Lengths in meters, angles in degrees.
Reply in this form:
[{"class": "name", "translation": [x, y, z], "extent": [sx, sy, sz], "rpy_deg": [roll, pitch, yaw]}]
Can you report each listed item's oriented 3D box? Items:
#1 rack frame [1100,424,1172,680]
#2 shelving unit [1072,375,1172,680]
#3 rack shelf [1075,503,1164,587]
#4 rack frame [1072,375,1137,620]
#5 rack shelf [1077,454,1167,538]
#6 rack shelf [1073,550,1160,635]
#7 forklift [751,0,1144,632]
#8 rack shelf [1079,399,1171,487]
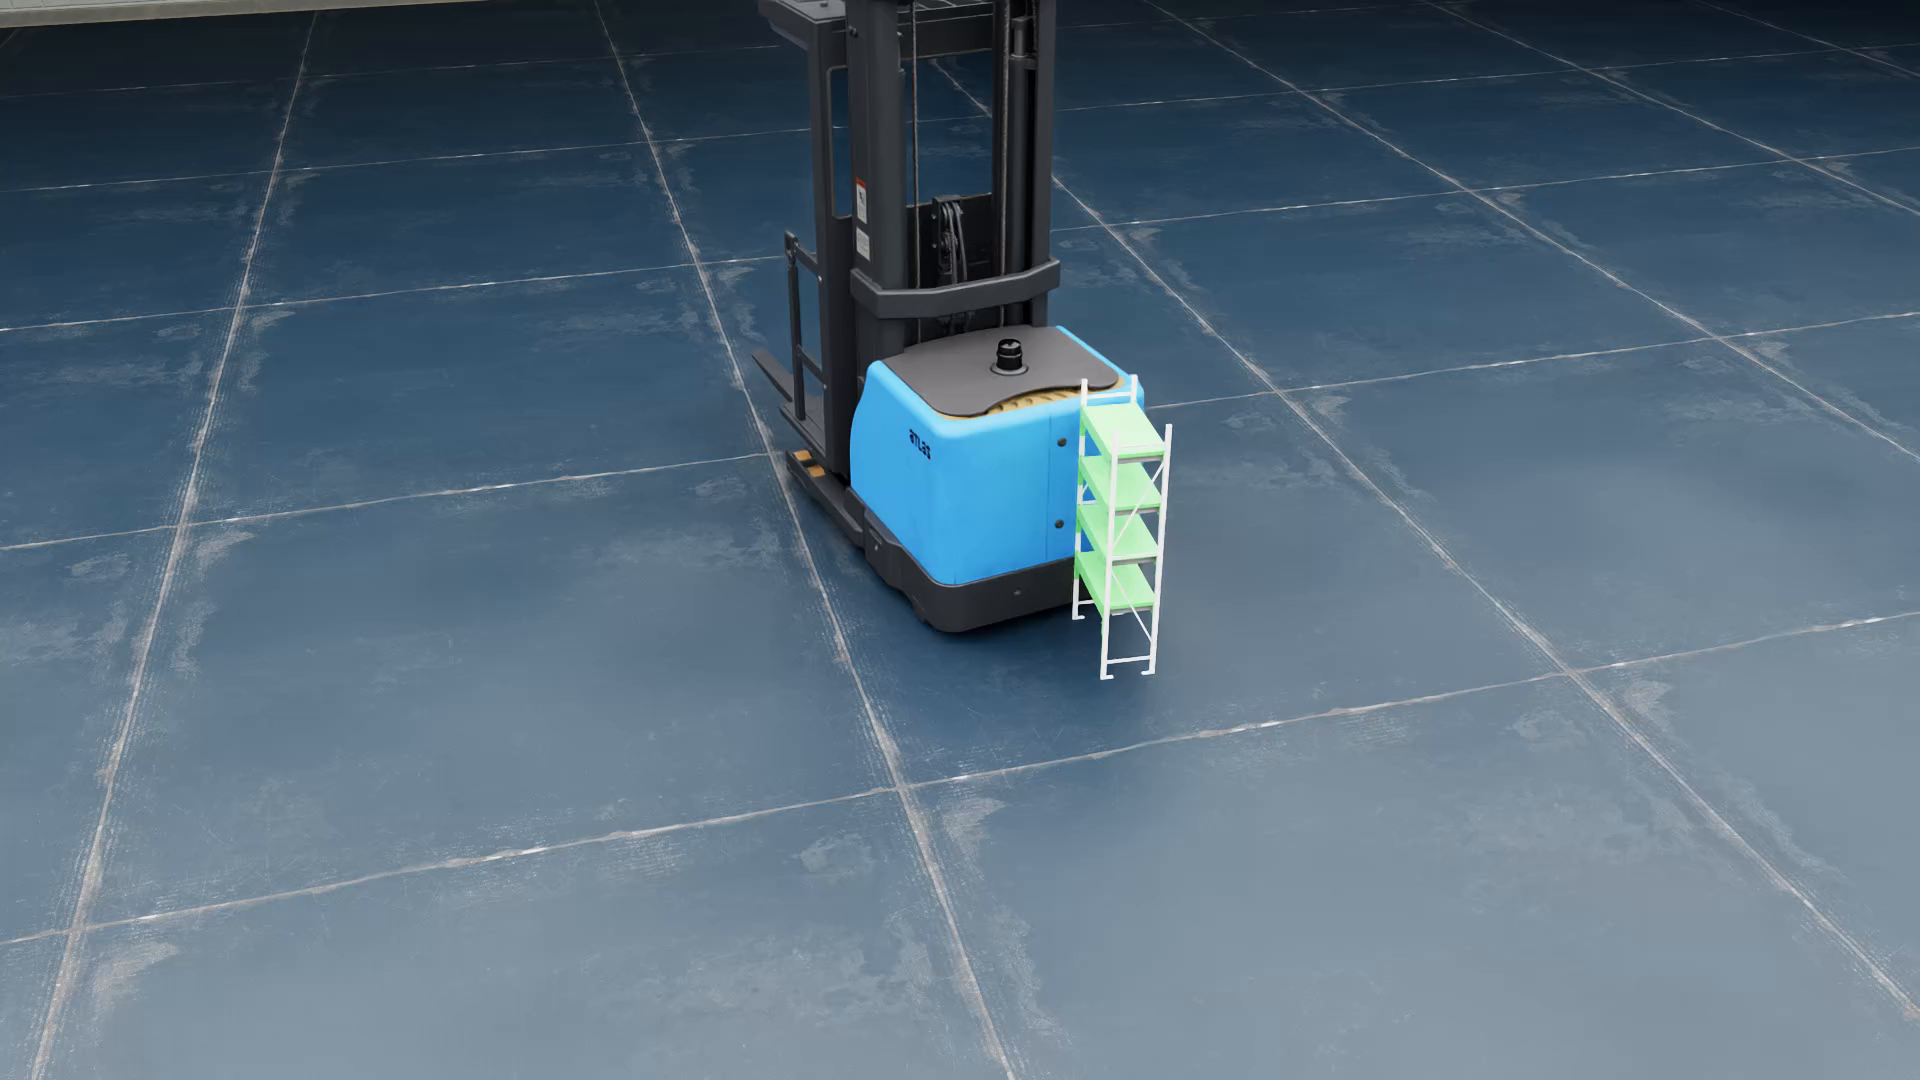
[{"class": "rack frame", "translation": [0.728, 0.071, 6.930], "extent": [0.240, 1.200, 0.015], "rpy_deg": [-6, 31, -10]}, {"class": "shelving unit", "translation": [0.681, -0.049, 7.138], "extent": [0.258, 1.200, 0.503], "rpy_deg": [-6, 31, -10]}, {"class": "rack shelf", "translation": [0.681, 0.006, 7.170], "extent": [0.258, 0.148, 0.480], "rpy_deg": [-6, 31, -10]}, {"class": "rack frame", "translation": [0.634, -0.169, 7.345], "extent": [0.240, 1.200, 0.015], "rpy_deg": [-6, 31, -10]}, {"class": "rack shelf", "translation": [0.681, -0.202, 7.049], "extent": [0.258, 0.148, 0.480], "rpy_deg": [-6, 31, -10]}, {"class": "rack shelf", "translation": [0.681, 0.214, 7.290], "extent": [0.258, 0.148, 0.480], "rpy_deg": [-6, 31, -10]}, {"class": "forklift", "translation": [-0.264, -1.574, 8.044], "extent": [1.130, 2.935, 3.031], "rpy_deg": [-14, 33, -22]}, {"class": "rack shelf", "translation": [0.681, -0.409, 6.929], "extent": [0.258, 0.148, 0.480], "rpy_deg": [-6, 31, -10]}]
